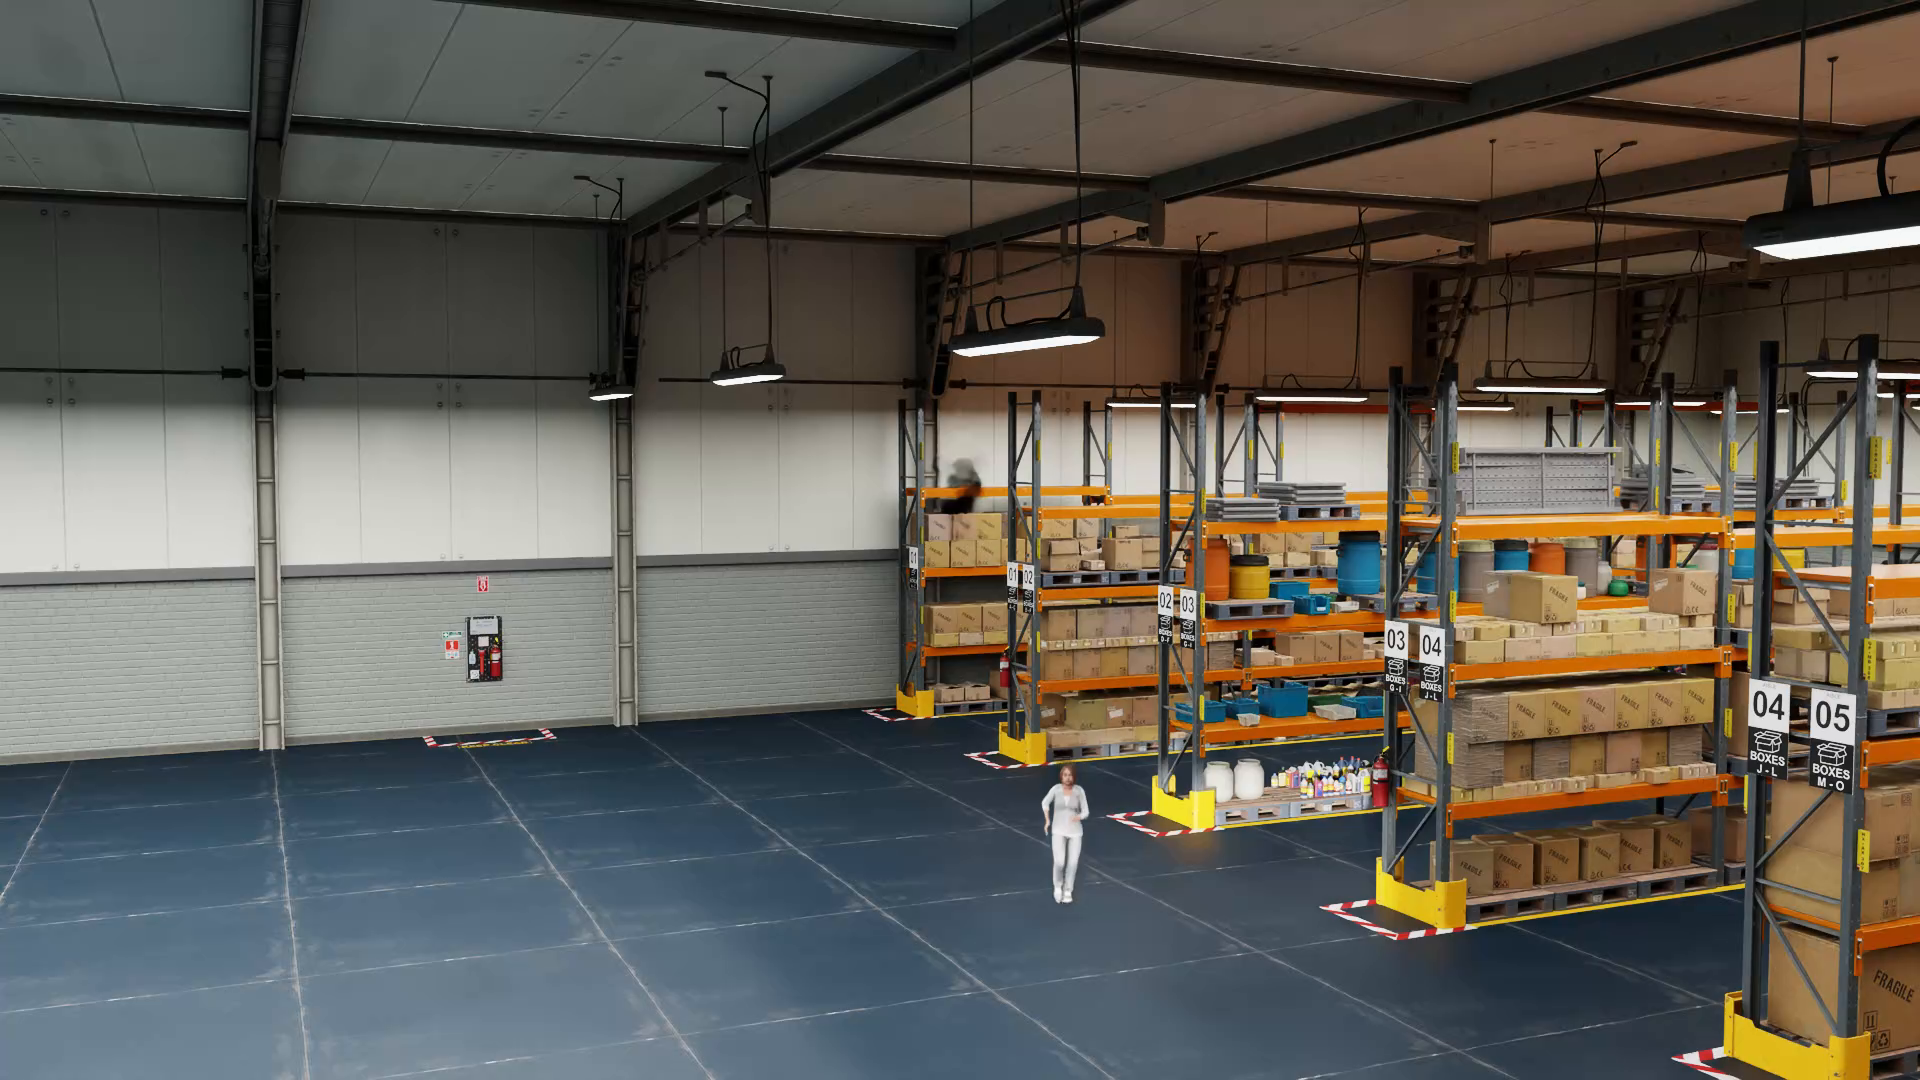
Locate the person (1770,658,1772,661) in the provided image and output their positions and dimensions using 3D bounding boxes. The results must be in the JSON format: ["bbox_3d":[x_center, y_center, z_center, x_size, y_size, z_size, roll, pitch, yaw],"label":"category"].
[{"bbox_3d":[15.193,2.561,31.291,0.524,1.543,0.541,-2,4,-32],"label":"person"}]

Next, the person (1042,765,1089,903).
[{"bbox_3d":[1.175,3.280,18.479,0.511,1.564,0.621,0,3,0],"label":"person"}]
